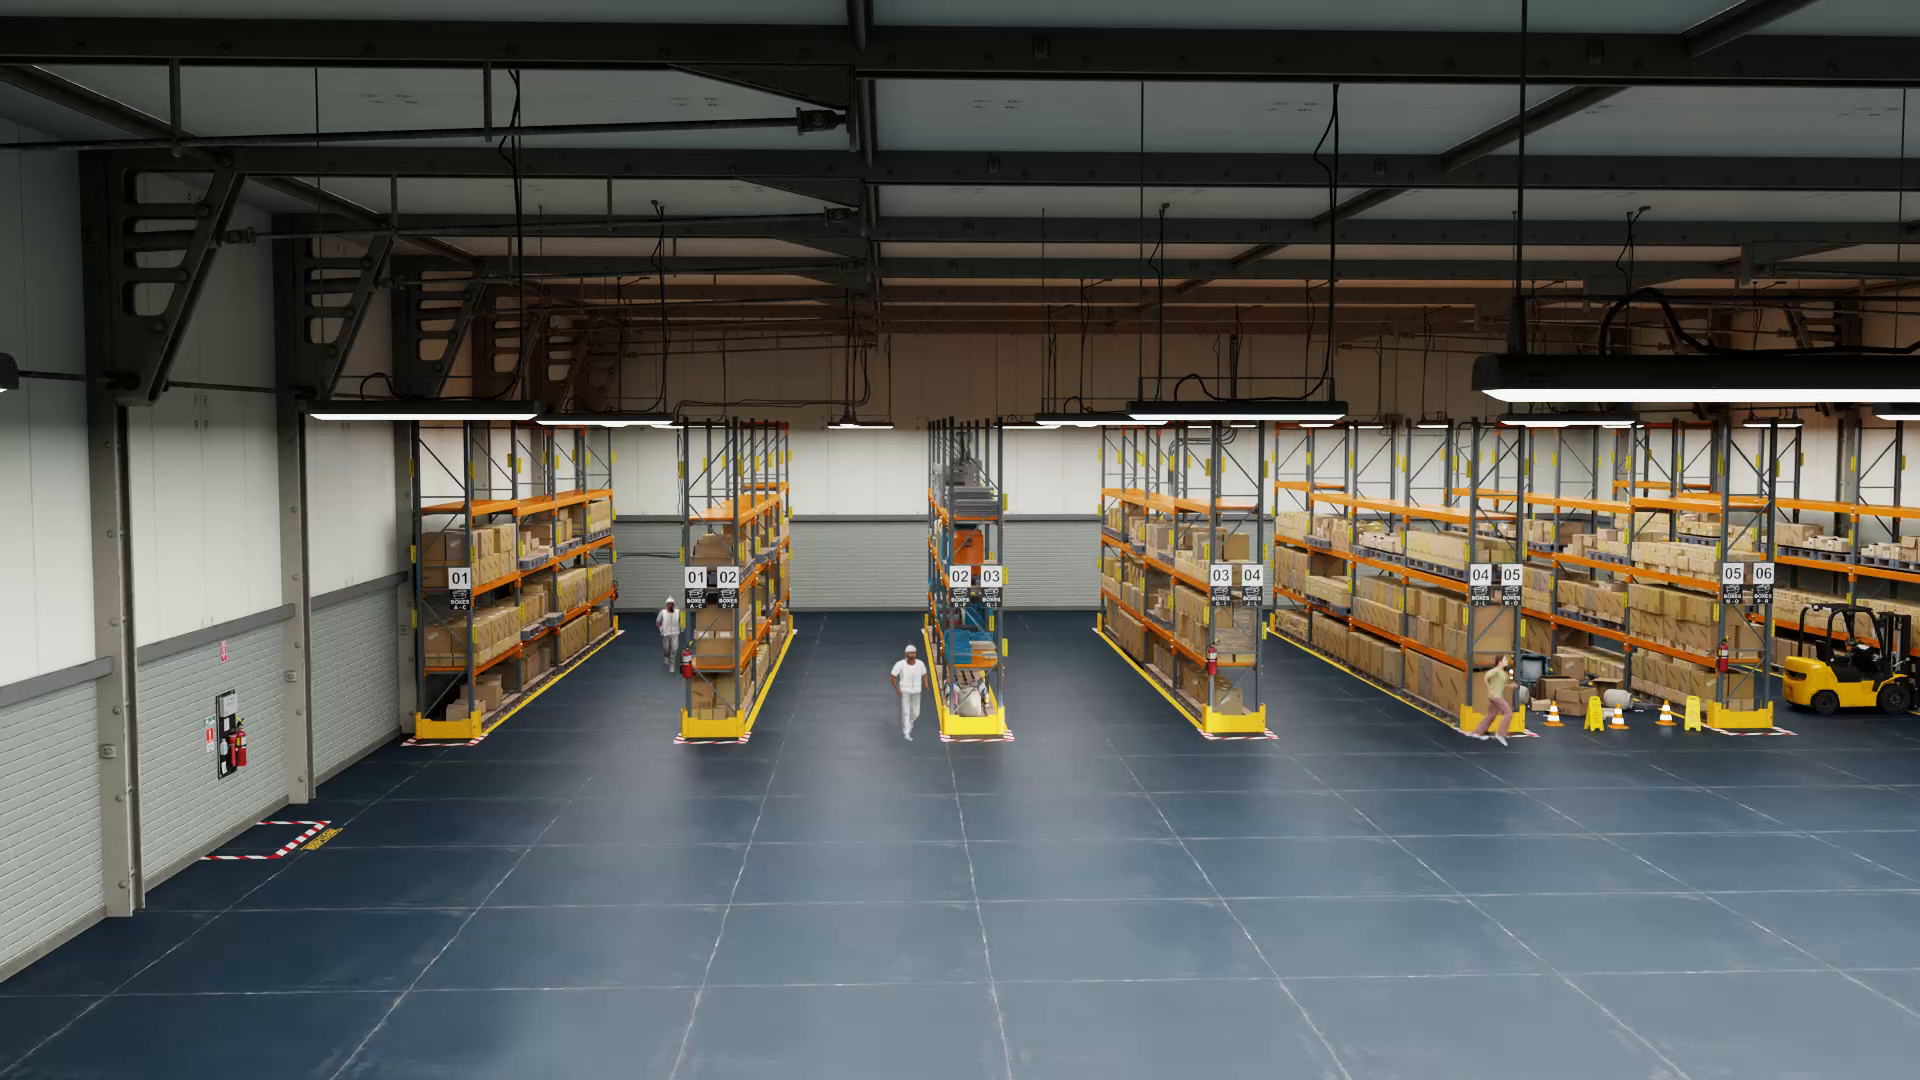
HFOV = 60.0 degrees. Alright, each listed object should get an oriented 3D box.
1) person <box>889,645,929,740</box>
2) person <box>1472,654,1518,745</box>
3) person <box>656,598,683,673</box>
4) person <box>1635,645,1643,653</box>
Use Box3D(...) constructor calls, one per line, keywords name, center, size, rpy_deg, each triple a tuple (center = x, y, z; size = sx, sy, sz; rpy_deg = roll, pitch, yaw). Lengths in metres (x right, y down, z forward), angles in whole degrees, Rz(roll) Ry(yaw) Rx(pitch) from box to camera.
Box3D(name="person", center=(-0.950, 2.845, 31.165), size=(0.737, 1.759, 0.694), rpy_deg=(-1, 4, -18))
Box3D(name="person", center=(9.824, 2.923, 30.540), size=(0.782, 1.693, 0.582), rpy_deg=(2, 4, 26))
Box3D(name="person", center=(-6.898, 2.261, 39.677), size=(0.682, 1.765, 0.849), rpy_deg=(-1, 4, -14))
Box3D(name="person", center=(16.235, 2.331, 39.474), size=(0.694, 1.677, 0.679), rpy_deg=(0, 4, -6))
